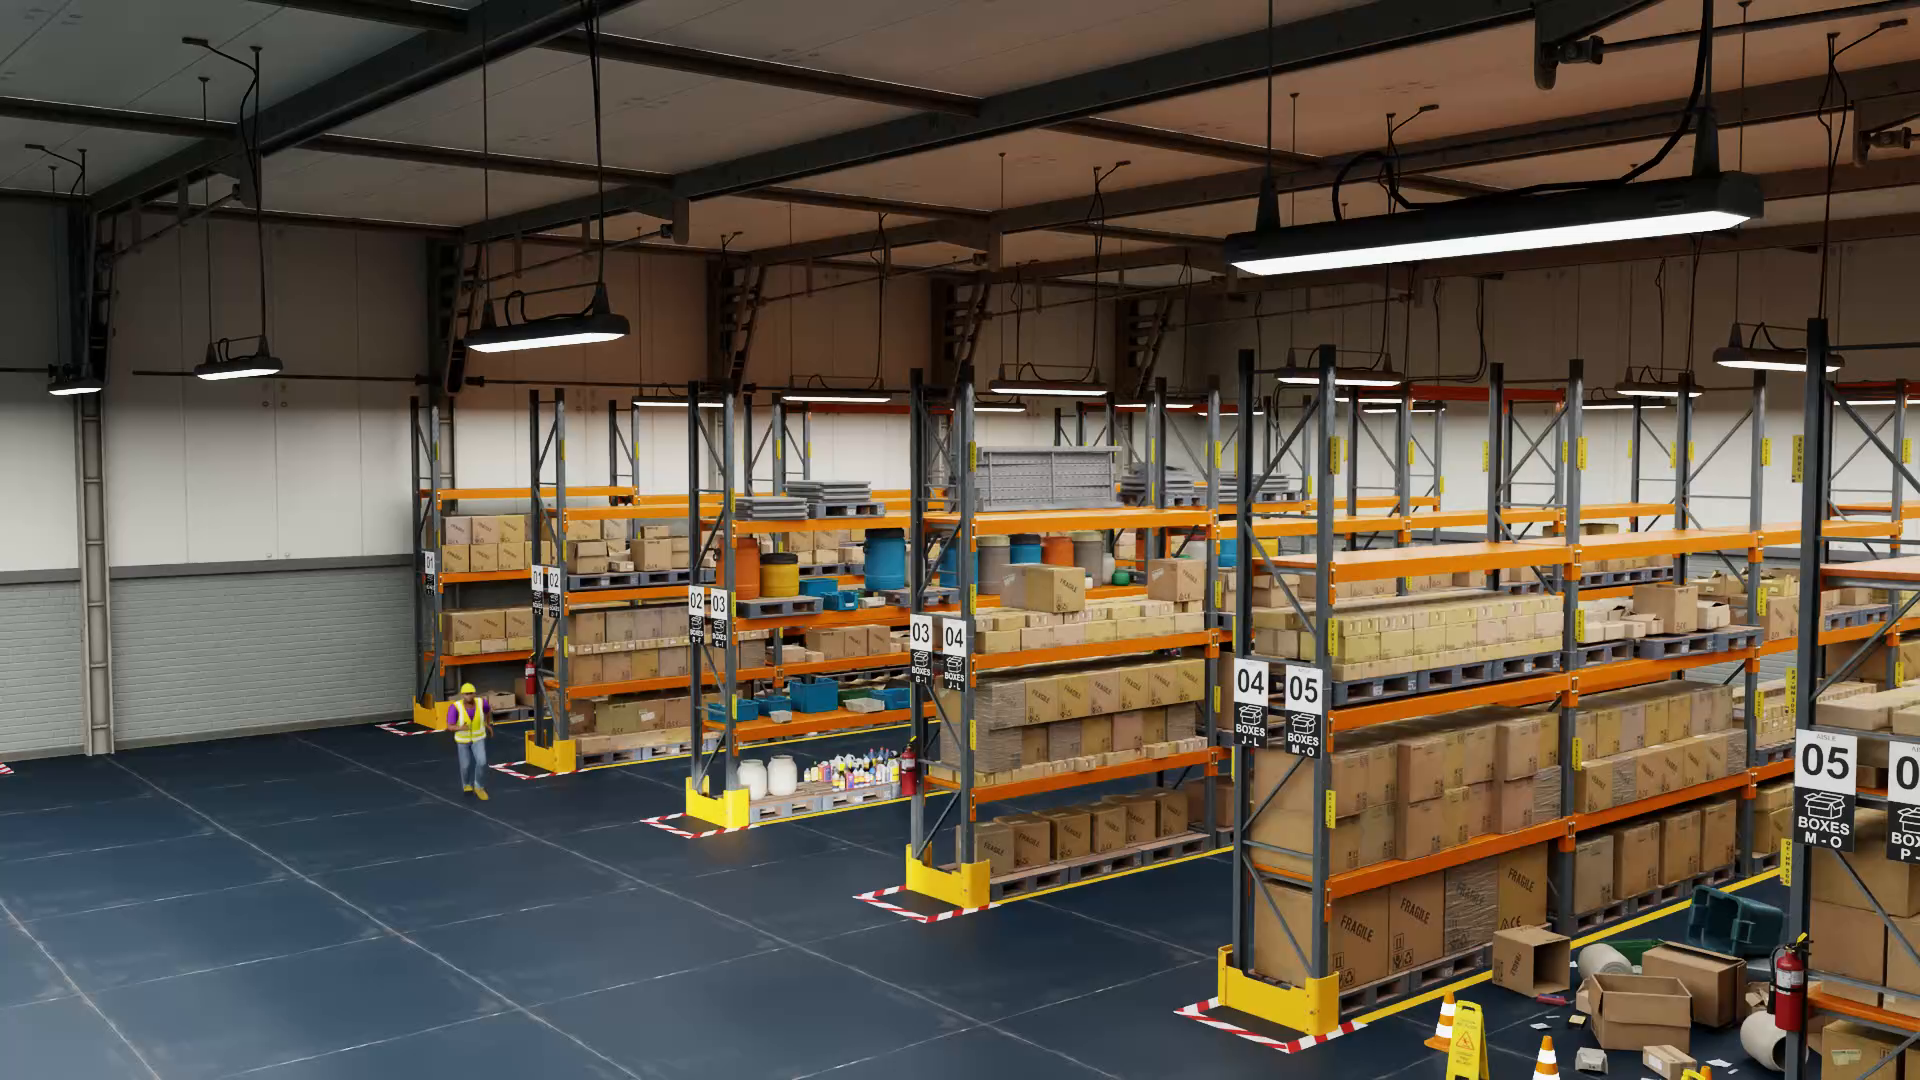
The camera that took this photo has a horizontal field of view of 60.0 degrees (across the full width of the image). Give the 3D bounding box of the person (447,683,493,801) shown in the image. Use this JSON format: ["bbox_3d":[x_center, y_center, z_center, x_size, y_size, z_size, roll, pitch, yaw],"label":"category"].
[{"bbox_3d":[-7.064,2.891,23.991,0.646,1.707,0.945,-1,4,-19],"label":"person"}]
